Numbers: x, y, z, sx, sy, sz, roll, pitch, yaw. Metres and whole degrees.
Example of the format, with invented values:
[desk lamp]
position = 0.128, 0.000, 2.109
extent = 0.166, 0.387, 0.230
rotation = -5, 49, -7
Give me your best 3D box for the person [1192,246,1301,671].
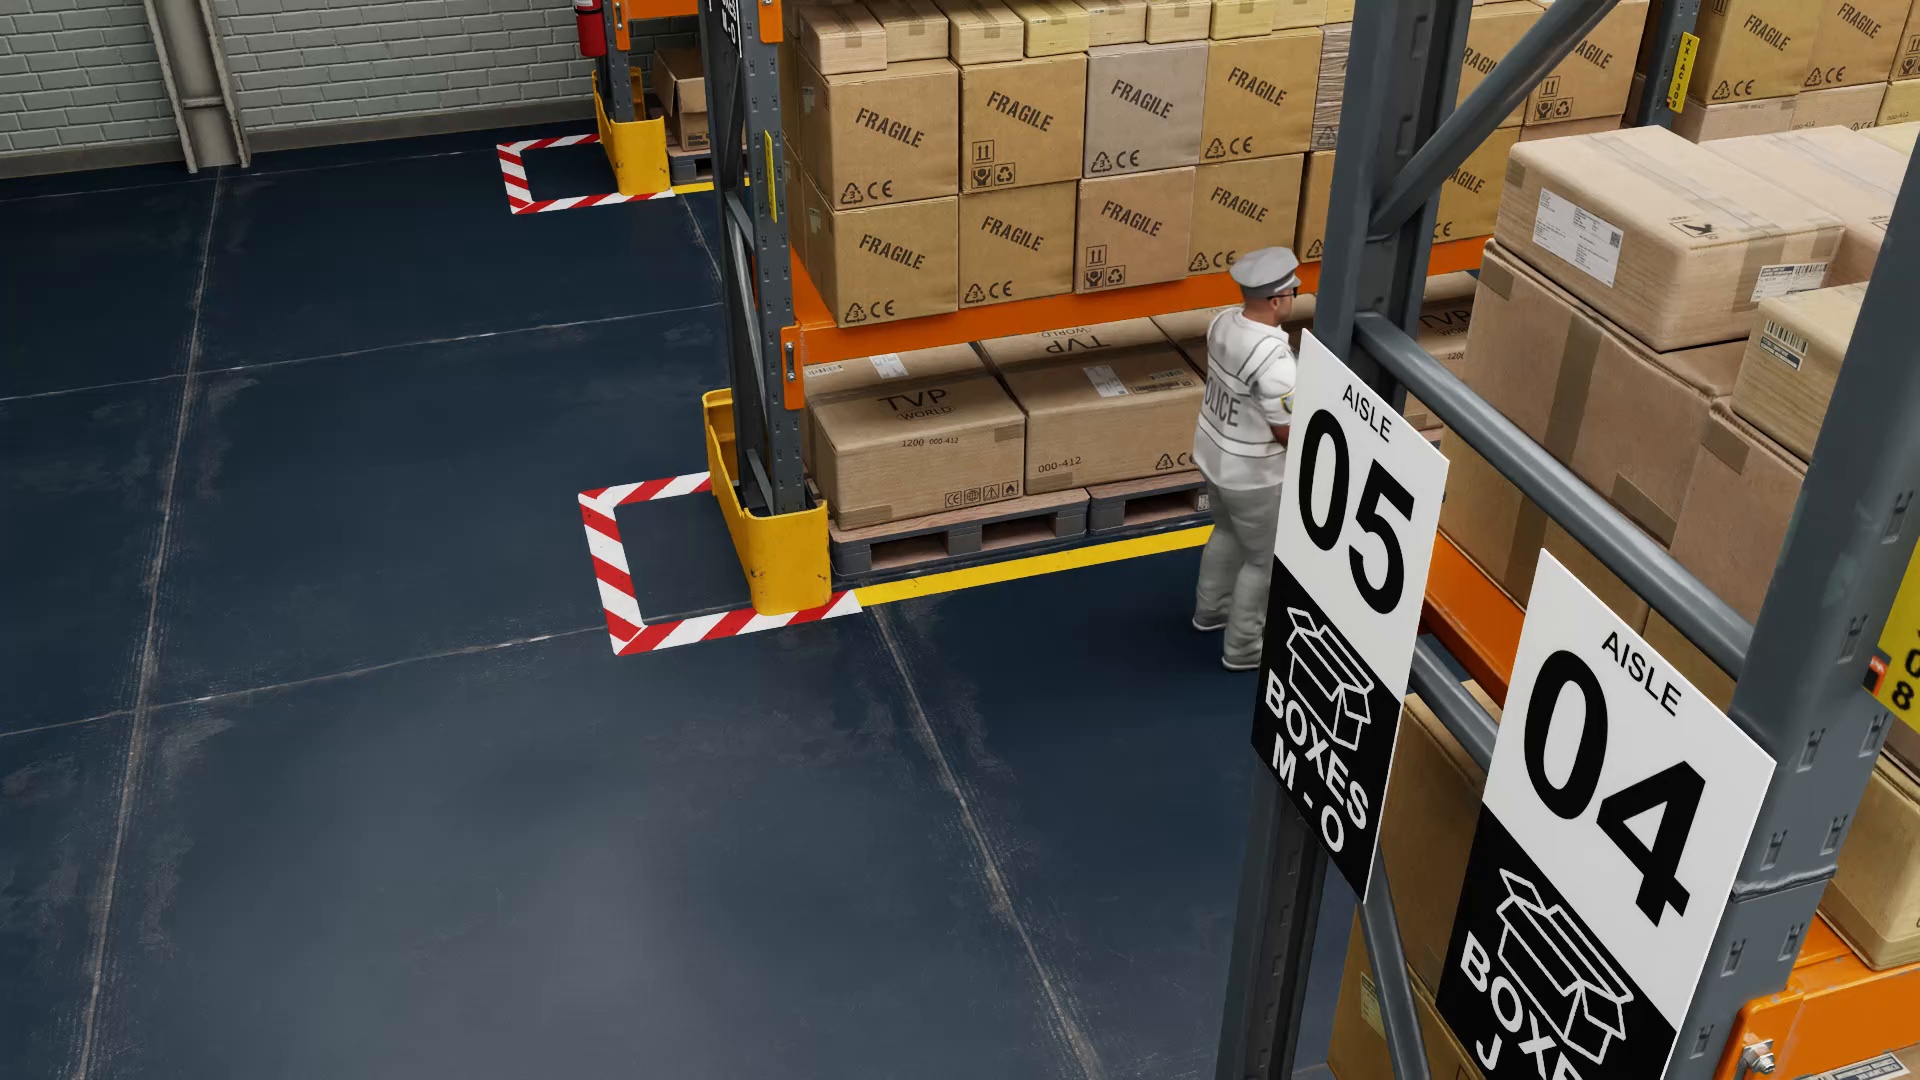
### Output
[person]
position = 1.204, -0.321, 6.597
extent = 0.525, 1.769, 0.527
rotation = -10, 35, -15
